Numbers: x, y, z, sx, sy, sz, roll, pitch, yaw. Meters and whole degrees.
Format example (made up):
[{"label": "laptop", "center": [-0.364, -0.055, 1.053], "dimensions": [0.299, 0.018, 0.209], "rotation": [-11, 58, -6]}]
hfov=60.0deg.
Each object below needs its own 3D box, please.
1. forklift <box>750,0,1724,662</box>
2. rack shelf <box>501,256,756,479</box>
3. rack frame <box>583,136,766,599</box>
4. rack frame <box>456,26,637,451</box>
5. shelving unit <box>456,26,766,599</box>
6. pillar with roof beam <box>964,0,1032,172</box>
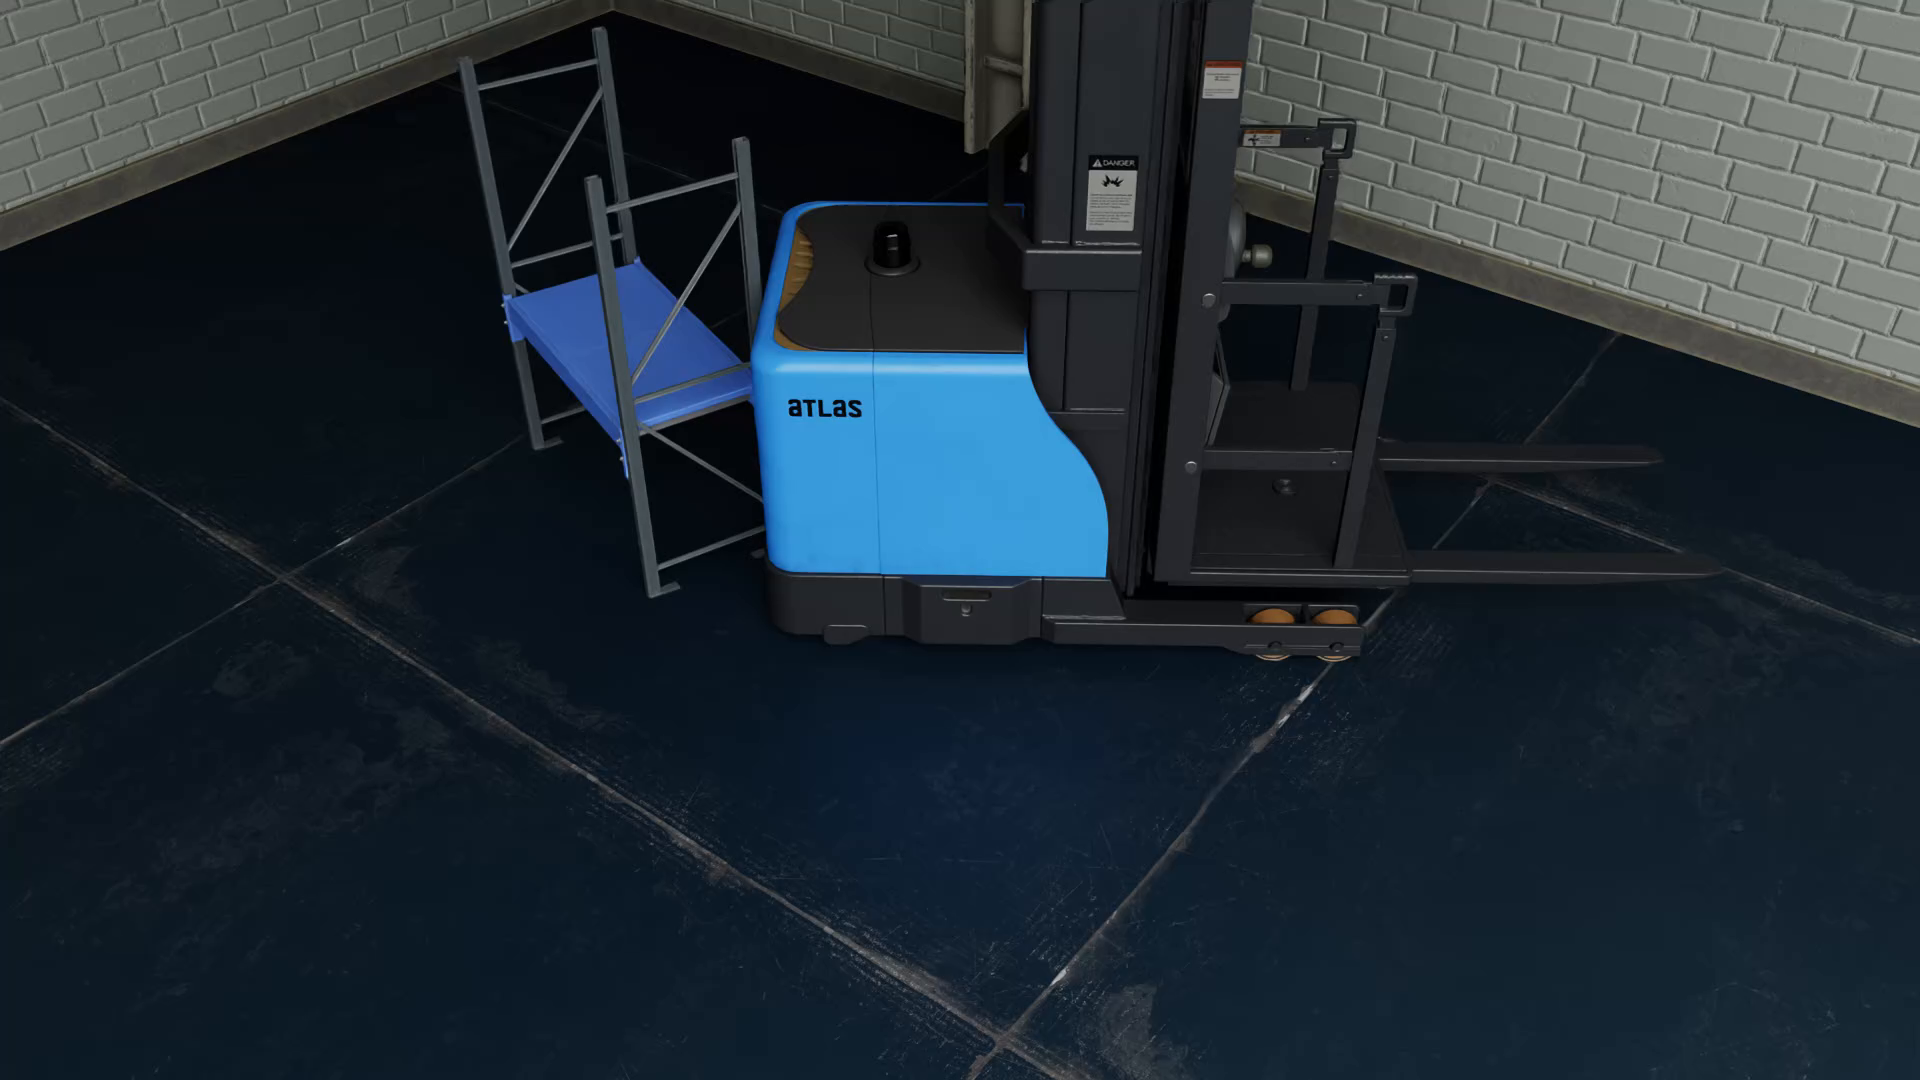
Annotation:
[{"label": "forklift", "center": [0.912, -1.103, 4.782], "dimensions": [3.031, 2.935, 1.130], "rotation": [1, 38, 1]}, {"label": "rack shelf", "center": [-1.101, -0.607, 5.601], "dimensions": [0.538, 0.185, 1.000], "rotation": [-22, 43, -25]}, {"label": "rack frame", "center": [-0.824, -0.486, 5.154], "dimensions": [0.500, 1.500, 0.032], "rotation": [-22, 43, -25]}, {"label": "rack frame", "center": [-1.378, -1.012, 5.826], "dimensions": [0.500, 1.500, 0.032], "rotation": [-22, 43, -25]}, {"label": "shelving unit", "center": [-1.101, -0.749, 5.490], "dimensions": [0.538, 1.500, 1.048], "rotation": [-22, 43, -25]}, {"label": "pillar with roof beam", "center": [-2.350, -3.354, 2.734], "dimensions": [0.400, 9.000, 9.100], "rotation": [25, 45, 29]}]
